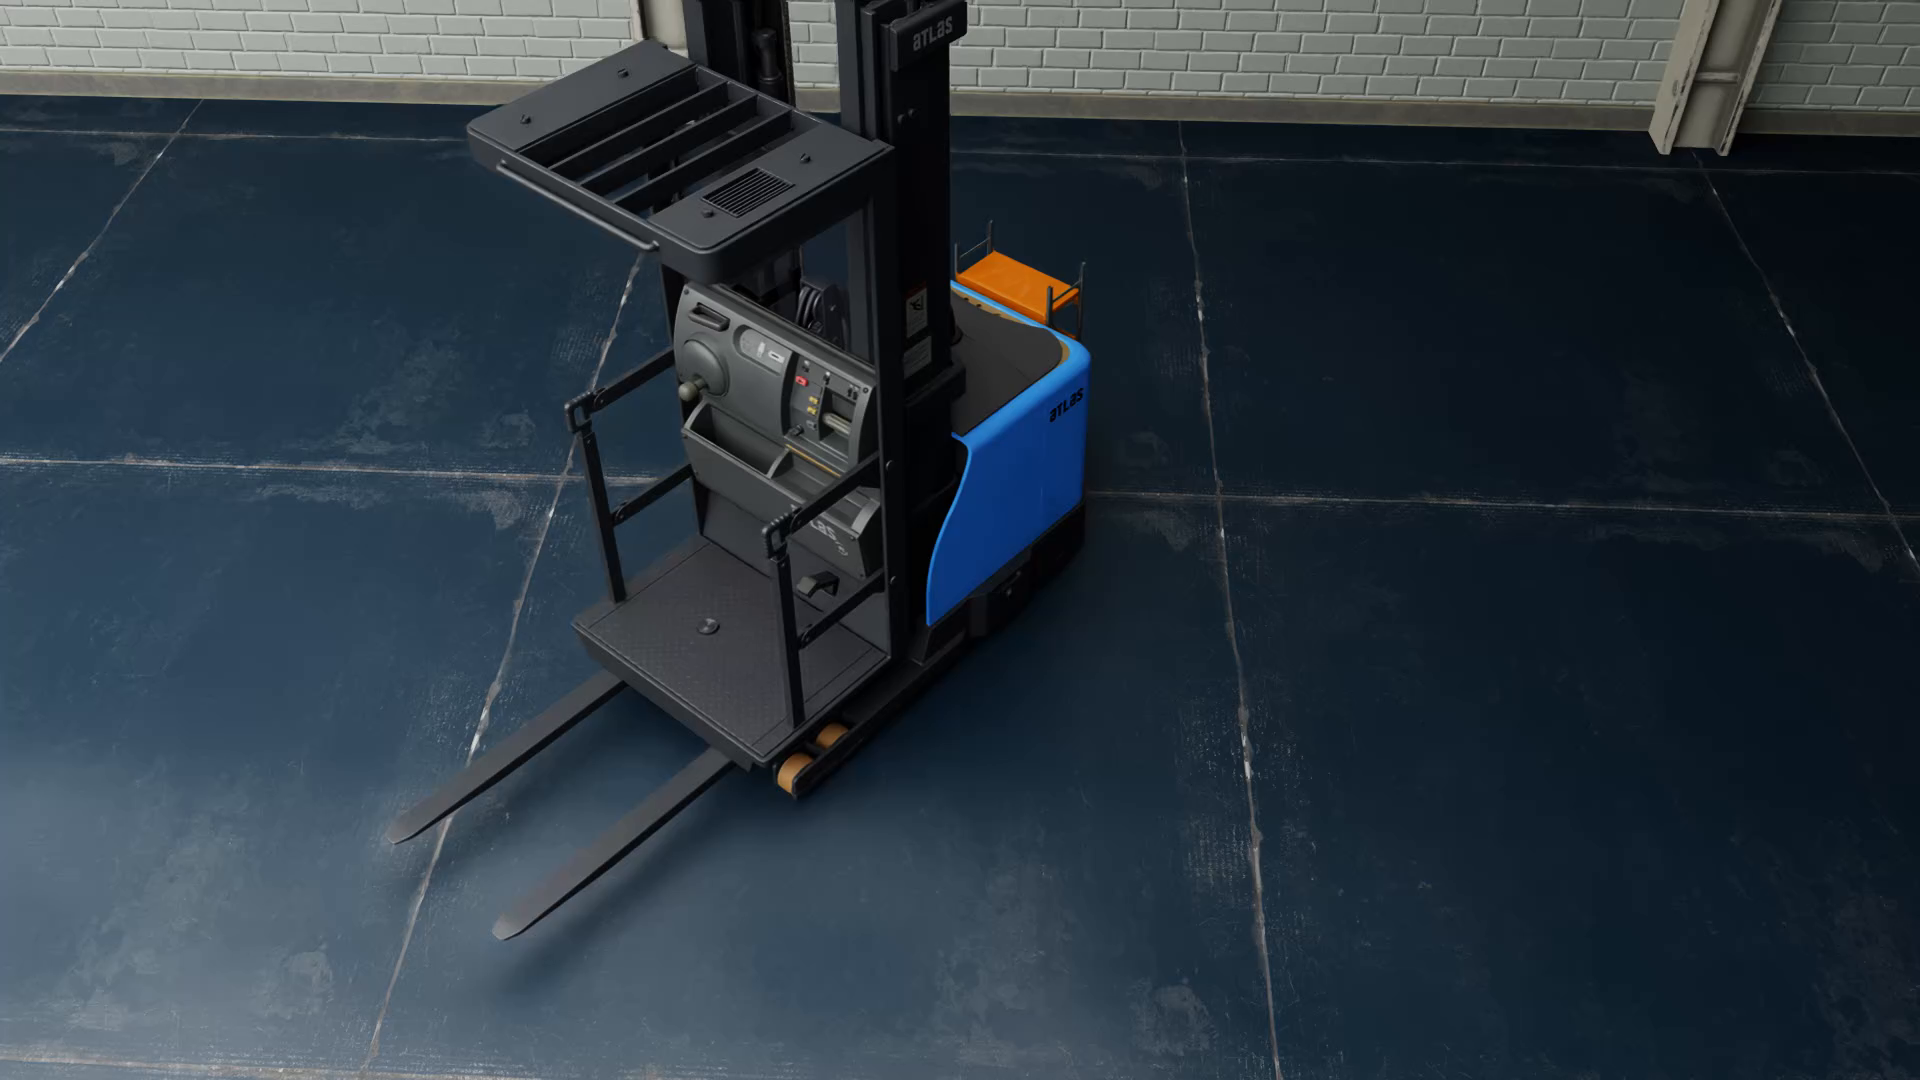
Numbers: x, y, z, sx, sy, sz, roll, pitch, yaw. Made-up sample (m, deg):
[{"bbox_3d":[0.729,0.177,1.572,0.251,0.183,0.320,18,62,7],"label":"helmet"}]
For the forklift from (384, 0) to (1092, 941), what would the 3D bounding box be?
[{"bbox_3d":[-0.803,-0.497,5.719,1.130,2.935,3.031,30,51,28],"label":"forklift"}]

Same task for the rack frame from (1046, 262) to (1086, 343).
[{"bbox_3d":[0.433,-0.633,7.135,0.015,1.200,0.240,30,51,28],"label":"rack frame"}]

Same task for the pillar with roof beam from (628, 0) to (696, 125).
[{"bbox_3d":[-1.868,-2.911,3.858,0.400,9.000,9.100,2,43,2],"label":"pillar with roof beam"}]

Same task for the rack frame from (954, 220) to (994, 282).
[{"bbox_3d":[0.059,-0.847,7.365,0.015,1.200,0.240,30,51,28],"label":"rack frame"}]

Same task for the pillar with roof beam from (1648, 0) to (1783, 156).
[{"bbox_3d":[4.126,-2.726,3.660,0.400,9.000,9.100,2,43,2],"label":"pillar with roof beam"}]

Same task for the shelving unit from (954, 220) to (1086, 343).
[{"bbox_3d":[0.246,-0.740,7.250,0.503,1.200,0.258,30,51,28],"label":"shelving unit"}]

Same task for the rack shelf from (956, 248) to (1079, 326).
[{"bbox_3d":[0.246,-1.028,6.982,0.480,0.148,0.258,30,51,28],"label":"rack shelf"}]

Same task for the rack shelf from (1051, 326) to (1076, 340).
[{"bbox_3d":[0.246,-0.855,7.143,0.480,0.148,0.258,30,51,28],"label":"rack shelf"}]
